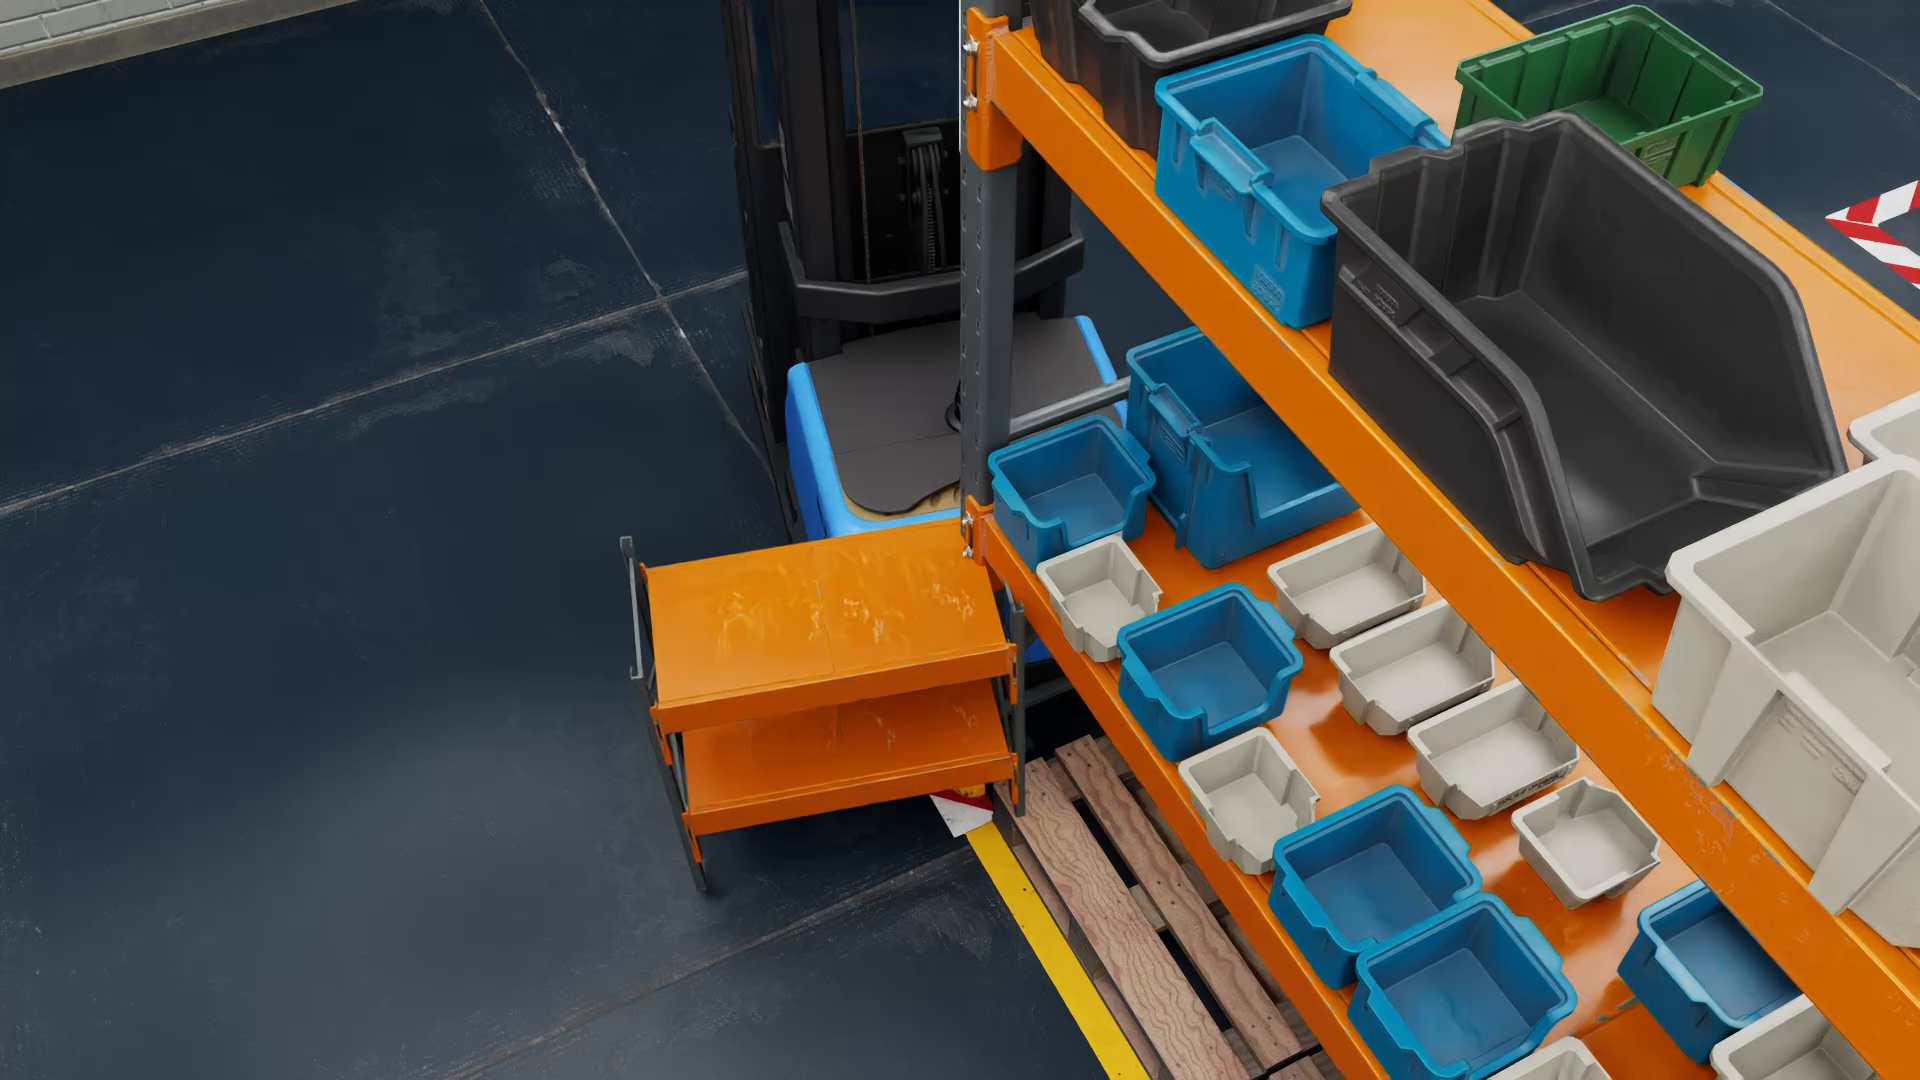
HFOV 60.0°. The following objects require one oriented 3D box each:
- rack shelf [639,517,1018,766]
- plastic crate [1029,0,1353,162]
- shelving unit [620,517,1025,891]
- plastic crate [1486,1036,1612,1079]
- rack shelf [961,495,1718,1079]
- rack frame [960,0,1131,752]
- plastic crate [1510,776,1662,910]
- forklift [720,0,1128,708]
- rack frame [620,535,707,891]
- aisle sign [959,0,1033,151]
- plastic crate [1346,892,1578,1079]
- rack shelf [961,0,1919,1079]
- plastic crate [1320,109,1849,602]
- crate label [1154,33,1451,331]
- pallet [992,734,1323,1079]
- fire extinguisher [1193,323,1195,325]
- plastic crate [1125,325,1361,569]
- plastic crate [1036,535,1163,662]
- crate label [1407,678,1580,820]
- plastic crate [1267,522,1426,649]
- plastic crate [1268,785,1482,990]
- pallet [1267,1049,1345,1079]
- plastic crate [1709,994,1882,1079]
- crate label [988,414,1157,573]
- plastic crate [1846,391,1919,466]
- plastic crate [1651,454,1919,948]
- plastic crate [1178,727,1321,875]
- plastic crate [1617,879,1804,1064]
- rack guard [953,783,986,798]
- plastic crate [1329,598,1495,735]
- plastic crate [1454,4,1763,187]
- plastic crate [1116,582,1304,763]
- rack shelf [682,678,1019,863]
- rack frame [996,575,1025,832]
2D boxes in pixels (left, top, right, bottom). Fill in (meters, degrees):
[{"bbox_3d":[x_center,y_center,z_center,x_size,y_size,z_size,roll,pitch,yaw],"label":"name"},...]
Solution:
[{"bbox_3d":[-0.380,0.267,4.741,1.000,0.278,0.538,-9,50,-6],"label":"rack shelf"},{"bbox_3d":[0.400,-1.012,3.236,0.497,0.269,0.590,-21,52,-18],"label":"plastic crate"},{"bbox_3d":[-0.370,0.457,4.964,1.048,1.125,0.538,-9,50,-6],"label":"shelving unit"},{"bbox_3d":[1.238,1.261,3.290,0.293,0.136,0.466,-21,52,-18],"label":"plastic crate"},{"bbox_3d":[1.387,1.154,3.726,1.077,0.370,4.000,-21,52,-18],"label":"rack shelf"},{"bbox_3d":[0.472,-0.421,4.626,1.000,3.000,0.127,-21,52,-18],"label":"rack frame"},{"bbox_3d":[1.427,0.698,3.782,0.298,0.136,0.250,-21,52,-18],"label":"plastic crate"},{"bbox_3d":[-0.232,-1.433,5.556,1.130,2.935,3.031,-11,50,-9],"label":"forklift"},{"bbox_3d":[-0.869,0.541,4.913,0.032,1.125,0.500,-9,50,-6],"label":"rack frame"},{"bbox_3d":[0.174,-1.223,3.600,0.394,0.787,0.004,-21,52,-18],"label":"aisle sign"},{"bbox_3d":[1.032,0.975,3.476,0.416,0.233,0.300,-21,52,-18],"label":"plastic crate"},{"bbox_3d":[1.387,0.167,2.597,1.077,0.370,4.000,-21,52,-18],"label":"rack shelf"},{"bbox_3d":[0.926,-0.271,2.543,0.504,0.338,0.767,-21,52,-18],"label":"plastic crate"},{"bbox_3d":[0.606,-0.631,2.915,0.408,0.251,0.502,-21,52,-18],"label":"crate label"},{"bbox_3d":[0.814,1.062,5.181,1.003,0.211,1.213,-21,52,-18],"label":"pallet"},{"bbox_3d":[0.807,-0.531,5.020,0.296,0.674,0.183,-21,52,-18],"label":"fire extinguisher"},{"bbox_3d":[0.791,-0.293,4.450,0.616,0.435,0.499,-21,52,-18],"label":"plastic crate"},{"bbox_3d":[0.365,0.168,4.246,0.250,0.136,0.298,-21,52,-18],"label":"plastic crate"},{"bbox_3d":[1.275,0.506,3.950,0.396,0.136,0.243,-21,52,-18],"label":"crate label"},{"bbox_3d":[1.006,0.129,4.280,0.396,0.136,0.243,-21,52,-18],"label":"plastic crate"},{"bbox_3d":[0.894,0.774,3.652,0.416,0.233,0.300,-21,52,-18],"label":"plastic crate"},{"bbox_3d":[1.369,1.877,4.468,1.003,0.211,1.213,-21,52,-18],"label":"pallet"},{"bbox_3d":[1.767,1.190,3.256,0.437,0.282,0.530,-21,52,-18],"label":"plastic crate"},{"bbox_3d":[0.292,-0.107,4.422,0.416,0.233,0.303,-21,52,-18],"label":"crate label"},{"bbox_3d":[1.638,-0.025,2.461,0.437,0.136,0.530,-21,52,-18],"label":"plastic crate"},{"bbox_3d":[1.211,0.220,2.151,0.437,0.282,0.530,-21,52,-18],"label":"plastic crate"},{"bbox_3d":[0.675,0.622,3.849,0.250,0.136,0.298,-21,52,-18],"label":"plastic crate"},{"bbox_3d":[1.639,0.900,3.541,0.416,0.233,0.300,-21,52,-18],"label":"plastic crate"},{"bbox_3d":[0.449,0.390,5.577,1.175,0.500,0.348,-21,52,-18],"label":"rack guard"},{"bbox_3d":[1.125,0.328,4.106,0.396,0.136,0.243,-21,52,-18],"label":"plastic crate"},{"bbox_3d":[1.177,-0.777,3.085,0.450,0.188,0.336,-21,52,-18],"label":"plastic crate"},{"bbox_3d":[0.593,0.333,4.037,0.416,0.233,0.300,-21,52,-18],"label":"plastic crate"},{"bbox_3d":[-0.363,0.616,5.149,1.000,0.278,0.538,-9,50,-6],"label":"rack shelf"},{"bbox_3d":[0.128,0.374,5.014,0.032,1.125,0.500,-9,50,-6],"label":"rack frame"}]
